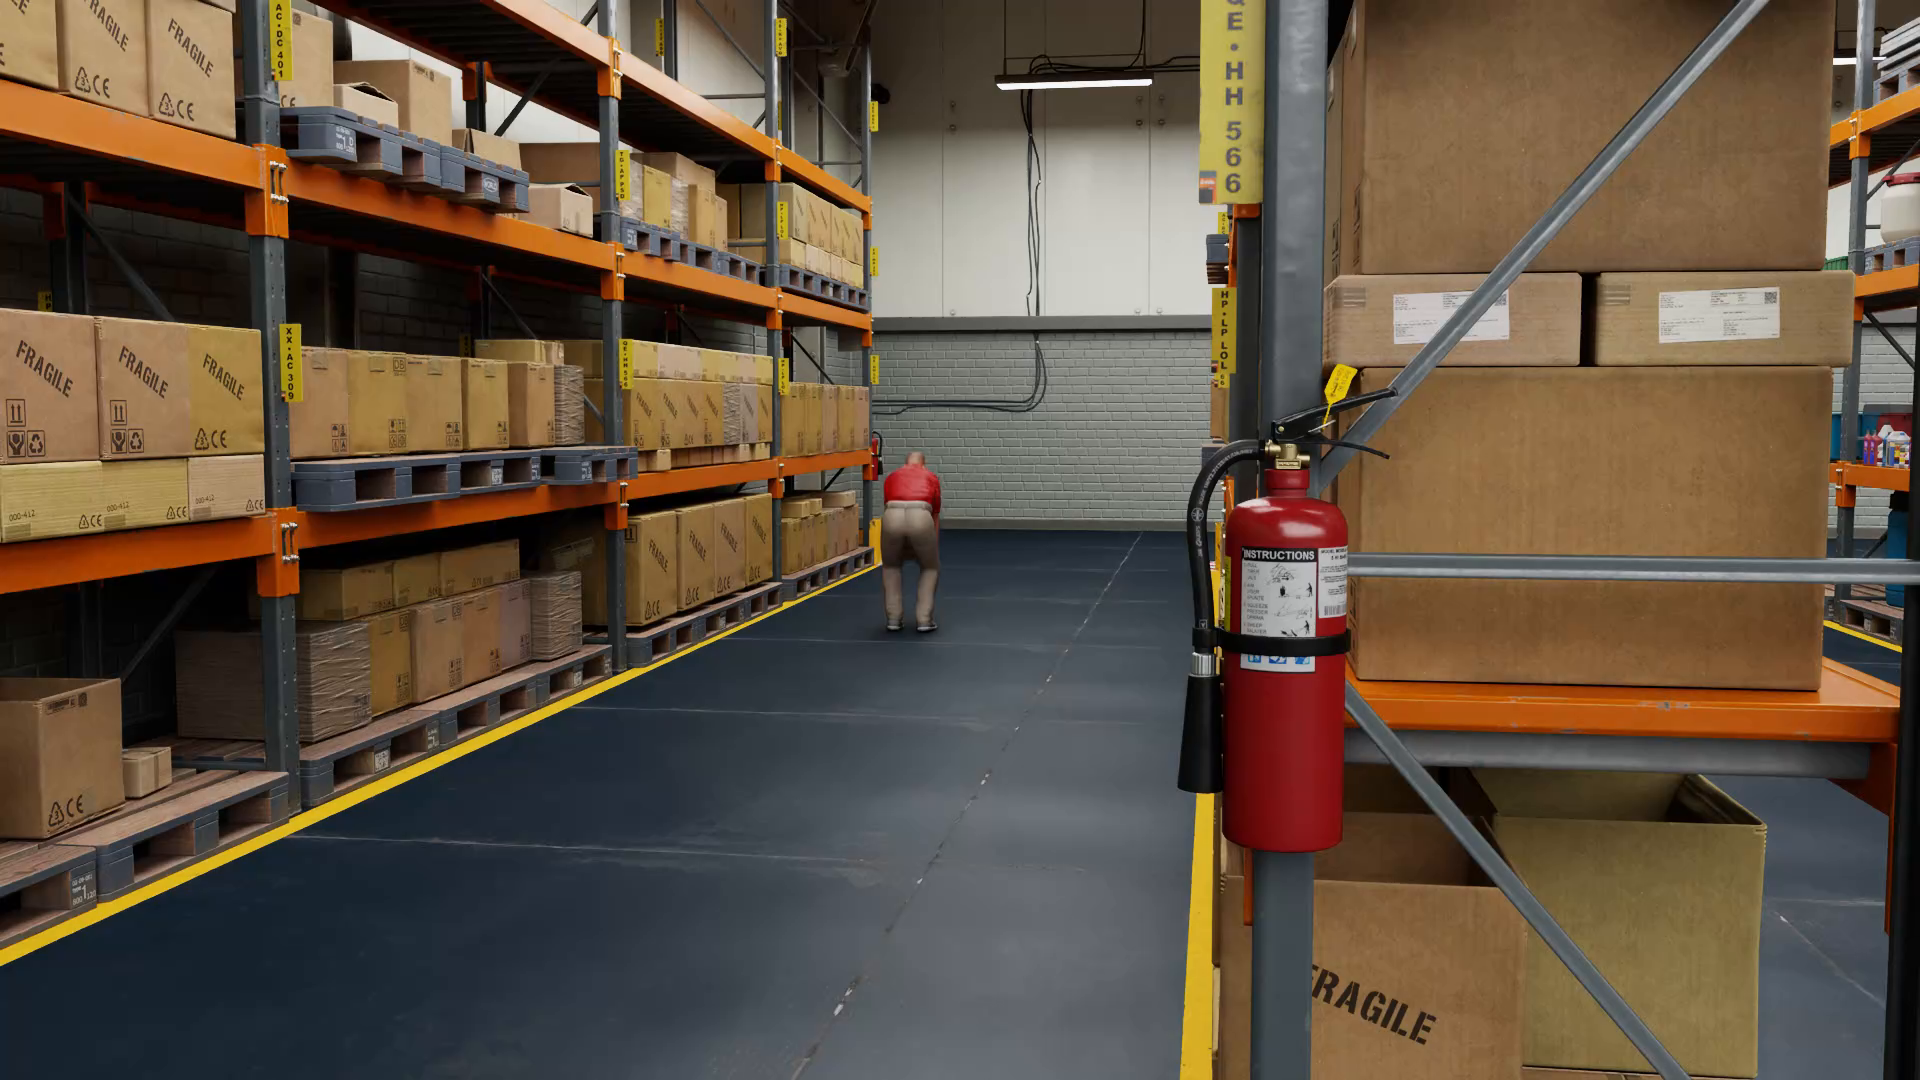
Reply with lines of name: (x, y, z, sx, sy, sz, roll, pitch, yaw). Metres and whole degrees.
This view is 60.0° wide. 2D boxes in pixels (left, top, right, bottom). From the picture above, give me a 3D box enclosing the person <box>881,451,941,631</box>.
person: (-0.386, 0.001, 13.315, 0.490, 1.413, 0.844, 1, 4, 7)
